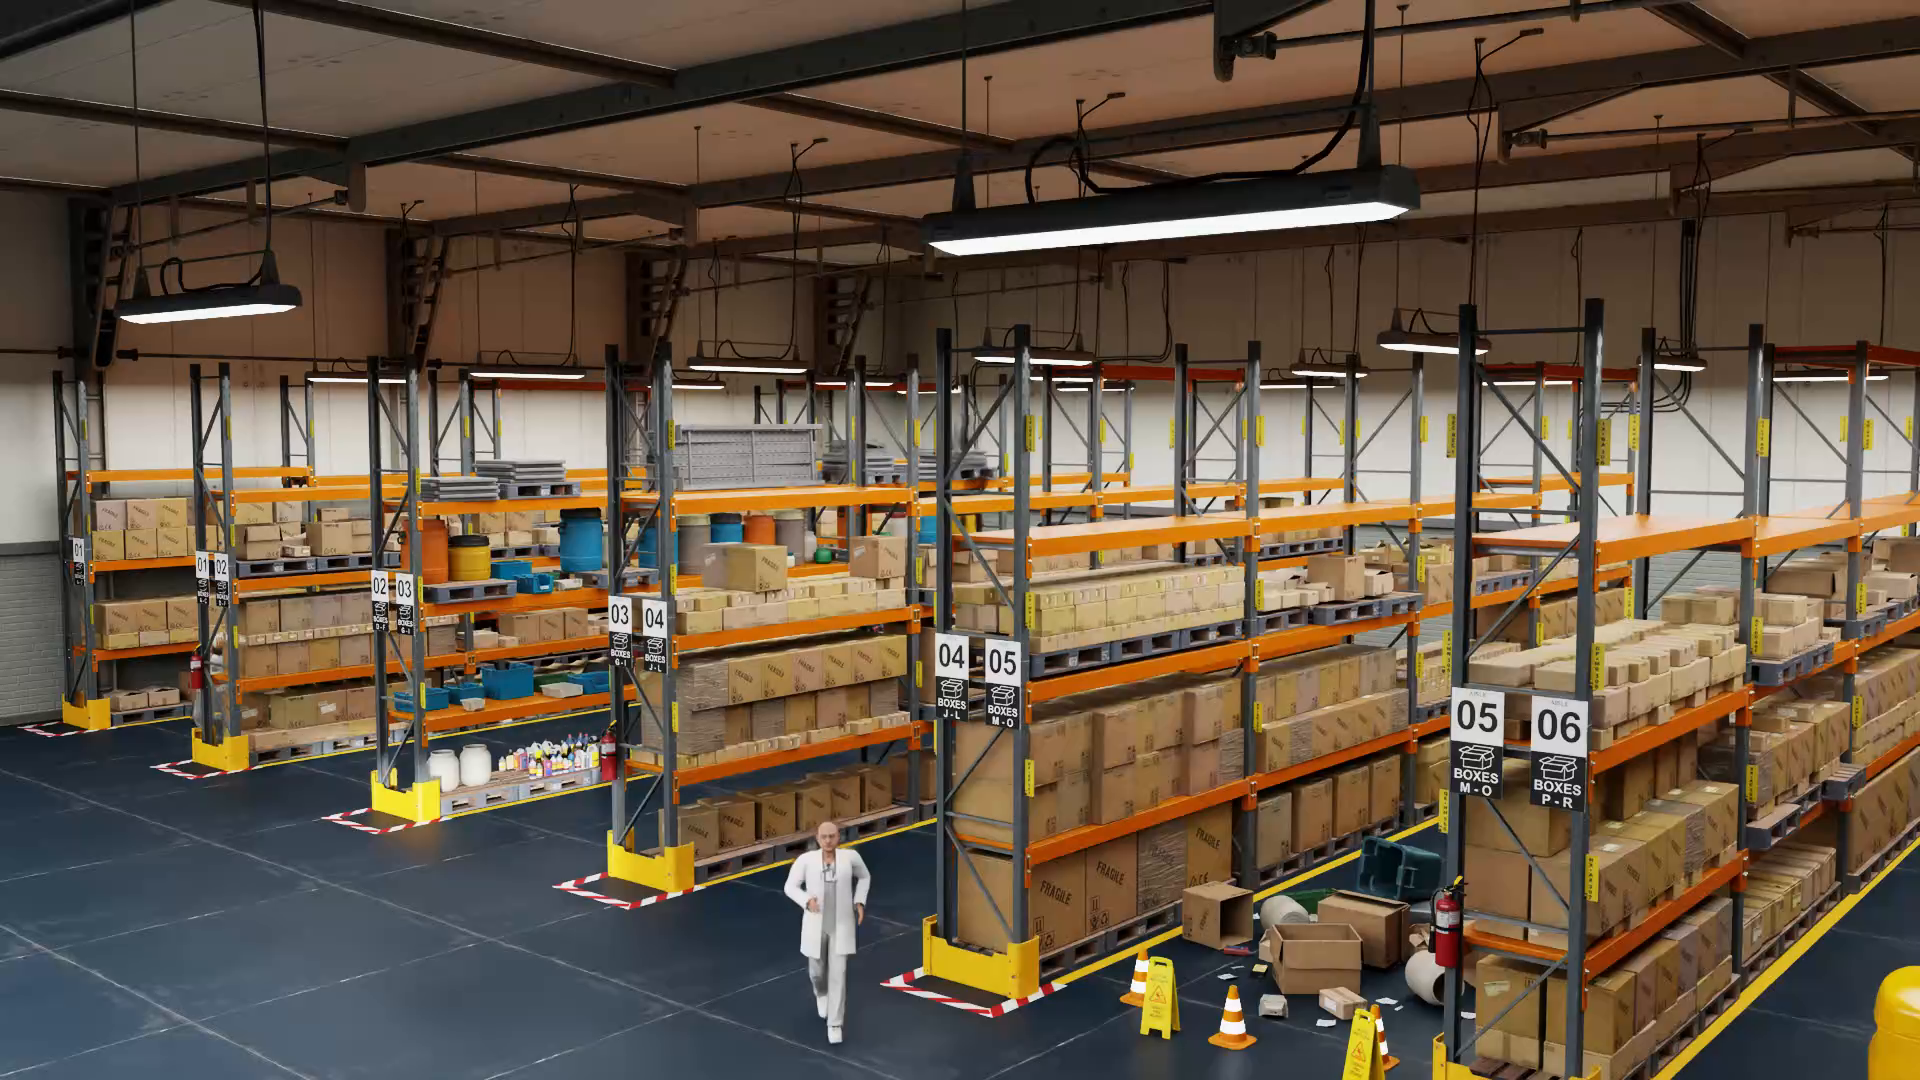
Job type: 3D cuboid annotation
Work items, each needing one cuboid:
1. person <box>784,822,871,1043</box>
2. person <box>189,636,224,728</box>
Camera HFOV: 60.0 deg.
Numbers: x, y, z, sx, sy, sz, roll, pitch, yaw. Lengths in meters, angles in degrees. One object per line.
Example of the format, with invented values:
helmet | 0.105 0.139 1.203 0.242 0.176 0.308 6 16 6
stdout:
person | -1.119 3.251 14.037 0.721 1.763 0.922 0 4 -4
person | -11.888 2.391 26.438 0.688 1.732 0.666 3 5 35
